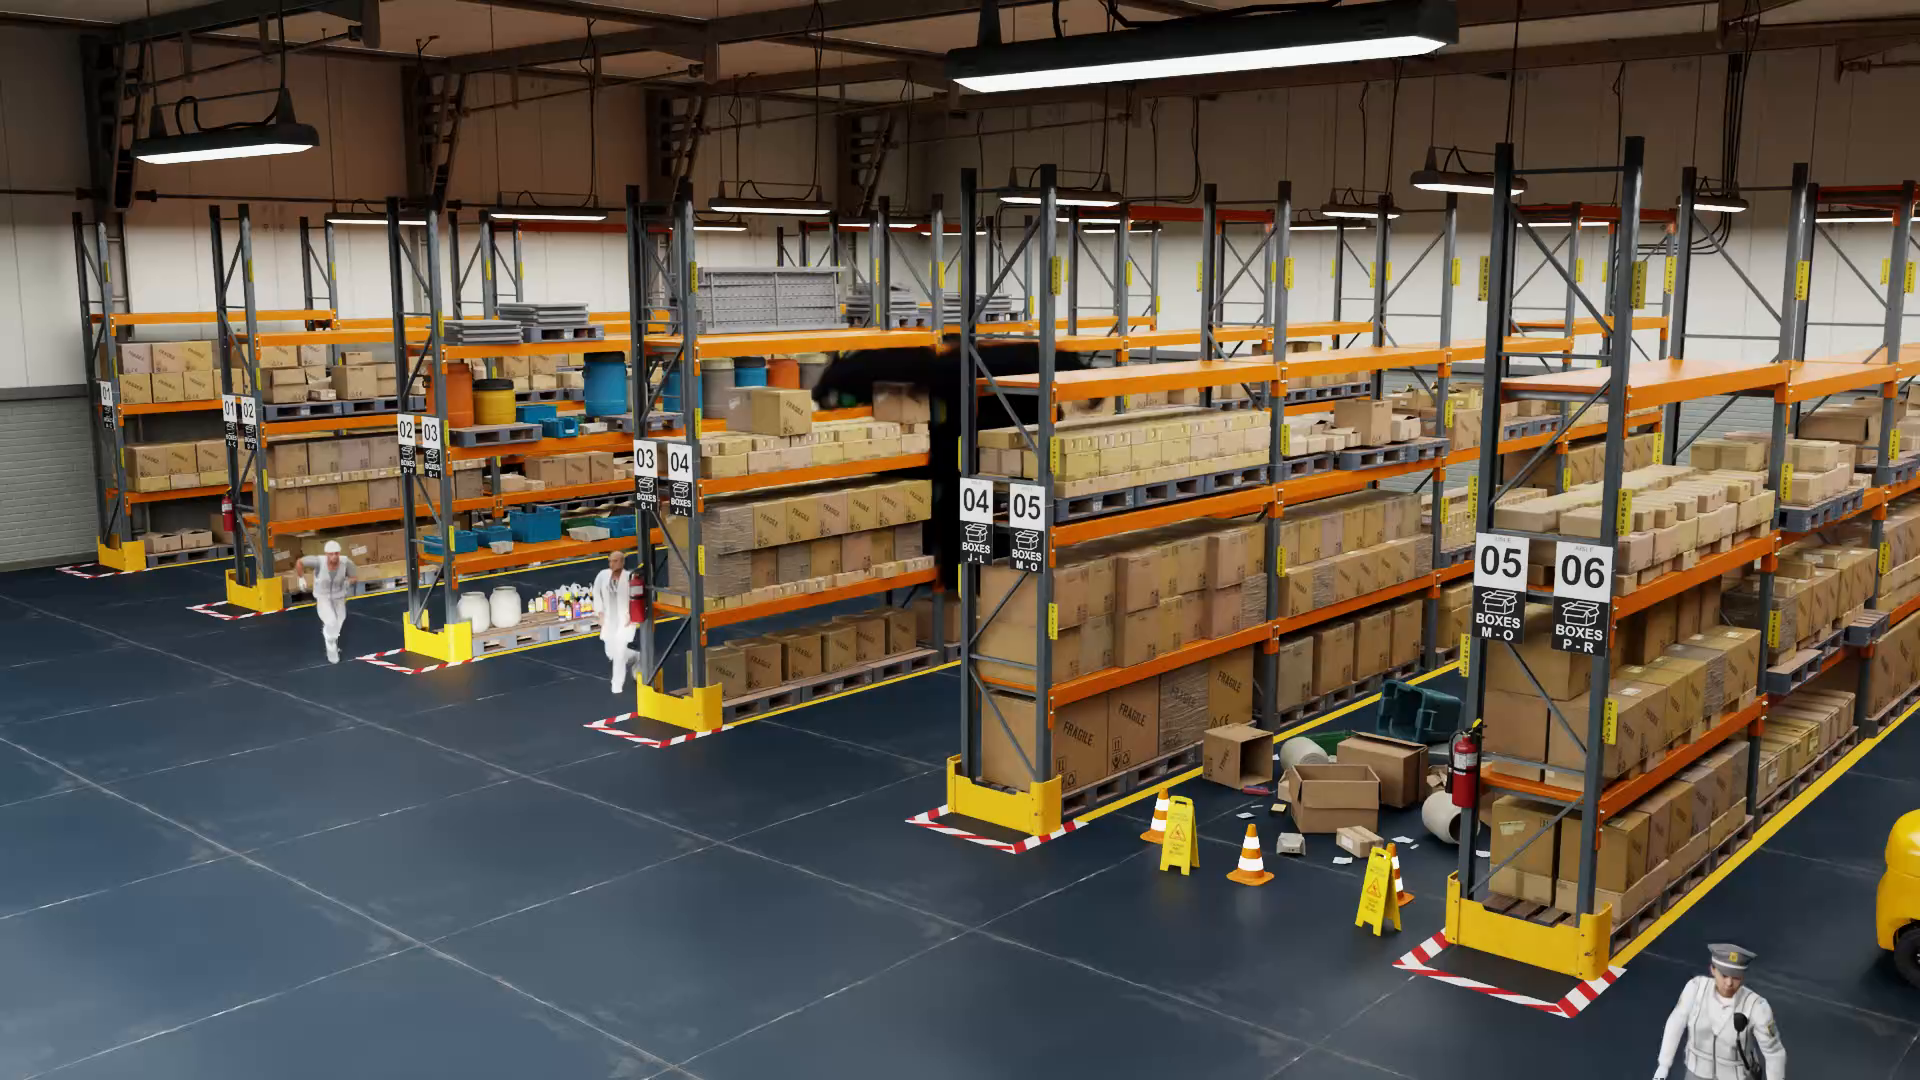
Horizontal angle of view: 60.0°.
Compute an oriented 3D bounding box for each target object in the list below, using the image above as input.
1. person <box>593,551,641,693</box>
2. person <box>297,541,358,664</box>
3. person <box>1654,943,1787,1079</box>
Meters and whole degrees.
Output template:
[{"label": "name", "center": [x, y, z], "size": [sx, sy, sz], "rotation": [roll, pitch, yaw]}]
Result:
[{"label": "person", "center": [-4.116, 0.974, 20.329], "size": [0.707, 1.720, 0.649], "rotation": [3, 10, 18]}, {"label": "person", "center": [-8.209, 0.793, 21.619], "size": [0.713, 1.670, 0.972], "rotation": [-5, 11, -29]}, {"label": "person", "center": [4.198, 2.899, 9.090], "size": [0.656, 1.599, 0.799], "rotation": [7, 12, 38]}]
